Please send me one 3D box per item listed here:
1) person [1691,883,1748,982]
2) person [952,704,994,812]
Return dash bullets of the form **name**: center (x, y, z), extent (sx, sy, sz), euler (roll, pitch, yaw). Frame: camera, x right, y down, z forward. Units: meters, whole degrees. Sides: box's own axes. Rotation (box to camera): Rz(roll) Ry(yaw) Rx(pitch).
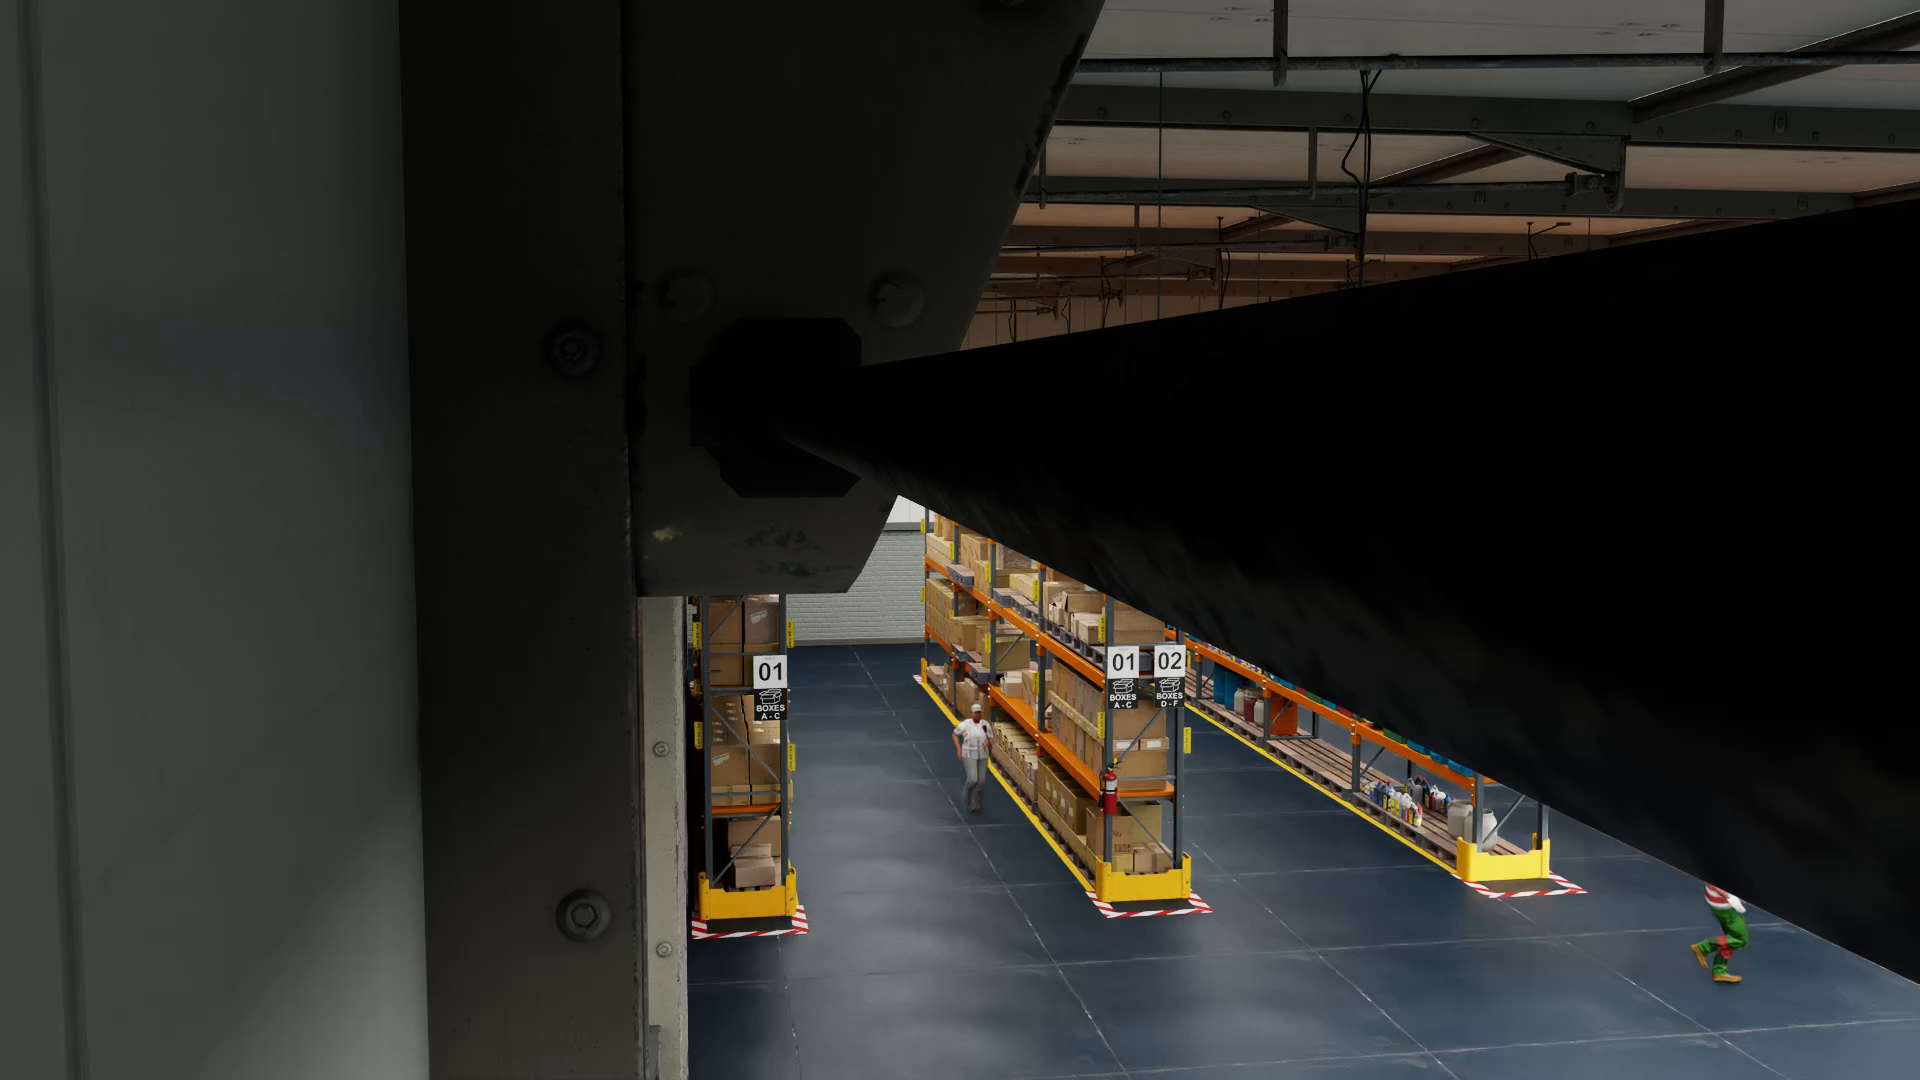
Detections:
- **person**: center (8.171, 3.891, 17.890), extent (0.602, 1.737, 0.655), euler (1, 5, 10)
- **person**: center (0.236, 3.296, 25.115), extent (0.582, 1.644, 0.643), euler (-2, 5, -19)
